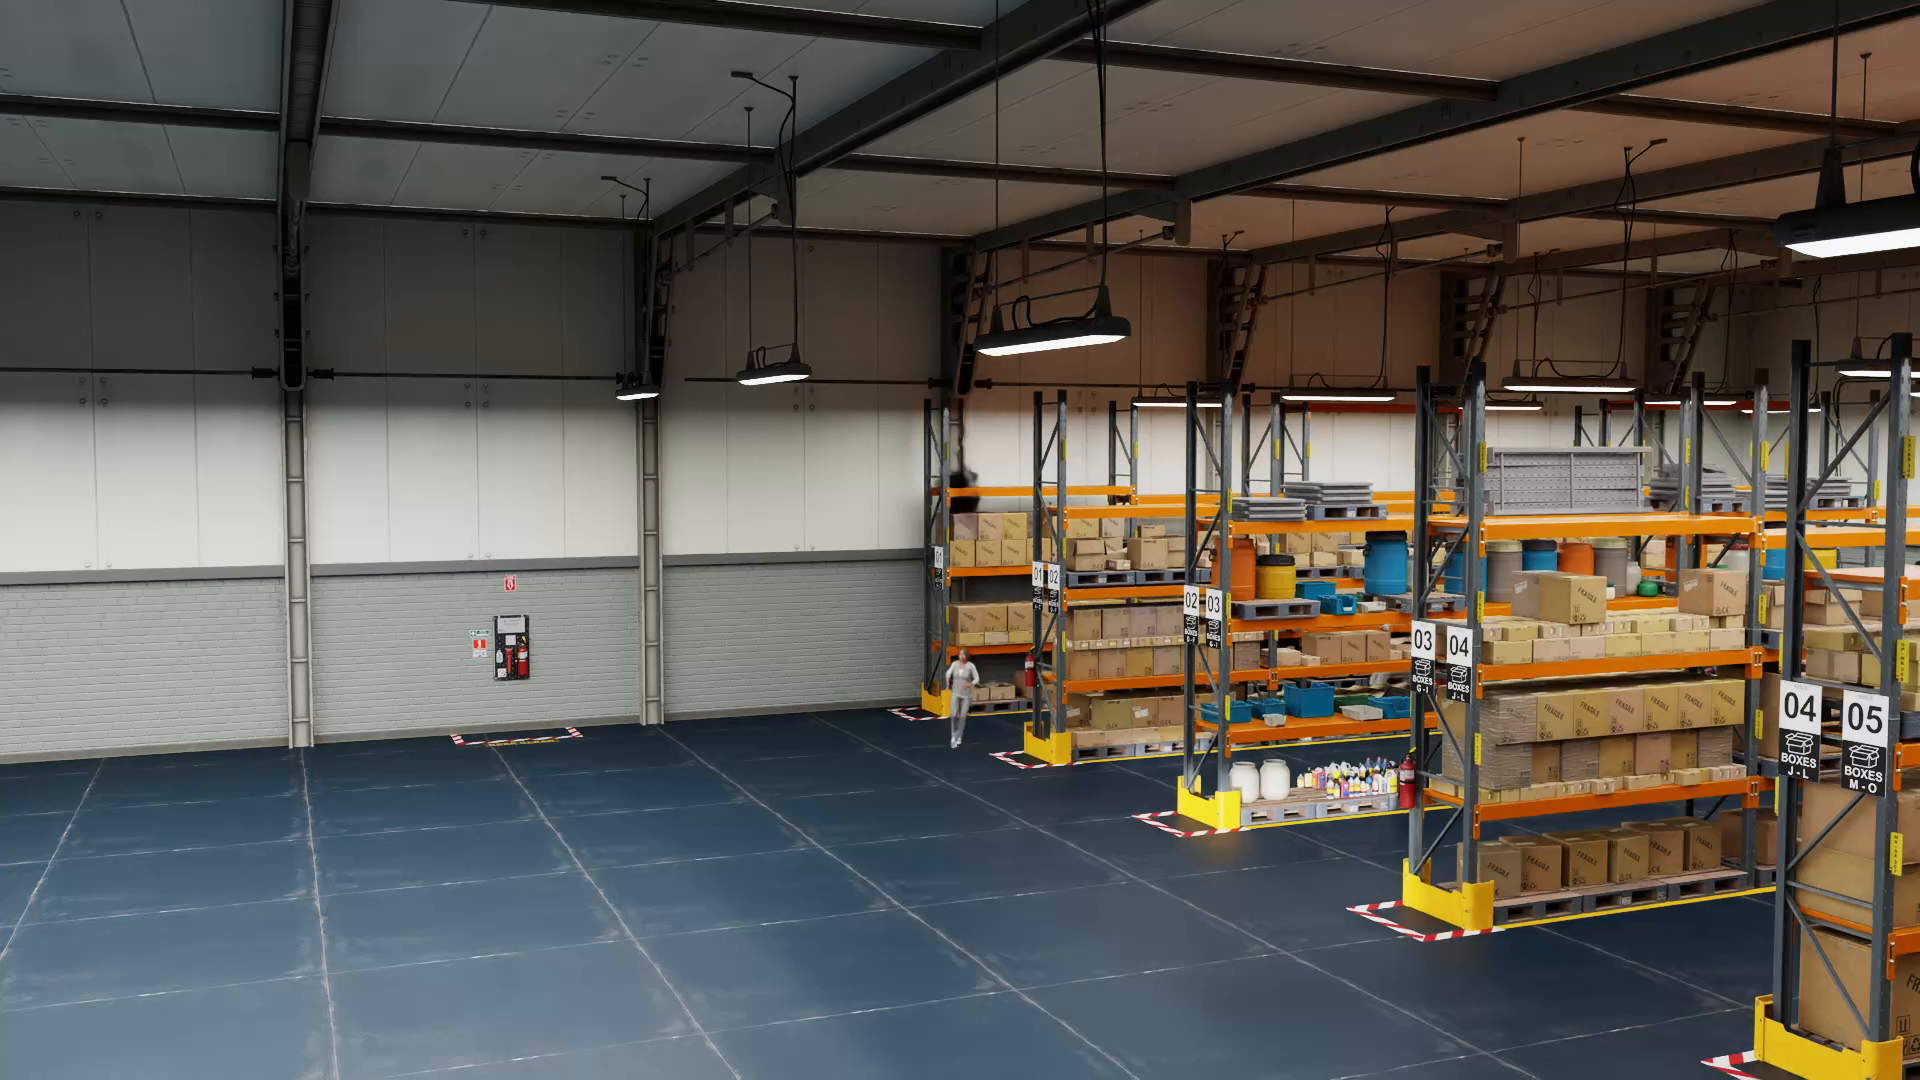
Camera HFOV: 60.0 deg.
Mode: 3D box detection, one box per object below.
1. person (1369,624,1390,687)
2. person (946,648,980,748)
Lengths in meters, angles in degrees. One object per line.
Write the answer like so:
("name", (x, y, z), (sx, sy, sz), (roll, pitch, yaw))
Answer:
("person", (7.954, 2.448, 31.351), (0.614, 1.736, 0.648), (-2, 4, -28))
("person", (0.034, 2.533, 26.691), (0.568, 1.621, 0.534), (1, 3, 9))
